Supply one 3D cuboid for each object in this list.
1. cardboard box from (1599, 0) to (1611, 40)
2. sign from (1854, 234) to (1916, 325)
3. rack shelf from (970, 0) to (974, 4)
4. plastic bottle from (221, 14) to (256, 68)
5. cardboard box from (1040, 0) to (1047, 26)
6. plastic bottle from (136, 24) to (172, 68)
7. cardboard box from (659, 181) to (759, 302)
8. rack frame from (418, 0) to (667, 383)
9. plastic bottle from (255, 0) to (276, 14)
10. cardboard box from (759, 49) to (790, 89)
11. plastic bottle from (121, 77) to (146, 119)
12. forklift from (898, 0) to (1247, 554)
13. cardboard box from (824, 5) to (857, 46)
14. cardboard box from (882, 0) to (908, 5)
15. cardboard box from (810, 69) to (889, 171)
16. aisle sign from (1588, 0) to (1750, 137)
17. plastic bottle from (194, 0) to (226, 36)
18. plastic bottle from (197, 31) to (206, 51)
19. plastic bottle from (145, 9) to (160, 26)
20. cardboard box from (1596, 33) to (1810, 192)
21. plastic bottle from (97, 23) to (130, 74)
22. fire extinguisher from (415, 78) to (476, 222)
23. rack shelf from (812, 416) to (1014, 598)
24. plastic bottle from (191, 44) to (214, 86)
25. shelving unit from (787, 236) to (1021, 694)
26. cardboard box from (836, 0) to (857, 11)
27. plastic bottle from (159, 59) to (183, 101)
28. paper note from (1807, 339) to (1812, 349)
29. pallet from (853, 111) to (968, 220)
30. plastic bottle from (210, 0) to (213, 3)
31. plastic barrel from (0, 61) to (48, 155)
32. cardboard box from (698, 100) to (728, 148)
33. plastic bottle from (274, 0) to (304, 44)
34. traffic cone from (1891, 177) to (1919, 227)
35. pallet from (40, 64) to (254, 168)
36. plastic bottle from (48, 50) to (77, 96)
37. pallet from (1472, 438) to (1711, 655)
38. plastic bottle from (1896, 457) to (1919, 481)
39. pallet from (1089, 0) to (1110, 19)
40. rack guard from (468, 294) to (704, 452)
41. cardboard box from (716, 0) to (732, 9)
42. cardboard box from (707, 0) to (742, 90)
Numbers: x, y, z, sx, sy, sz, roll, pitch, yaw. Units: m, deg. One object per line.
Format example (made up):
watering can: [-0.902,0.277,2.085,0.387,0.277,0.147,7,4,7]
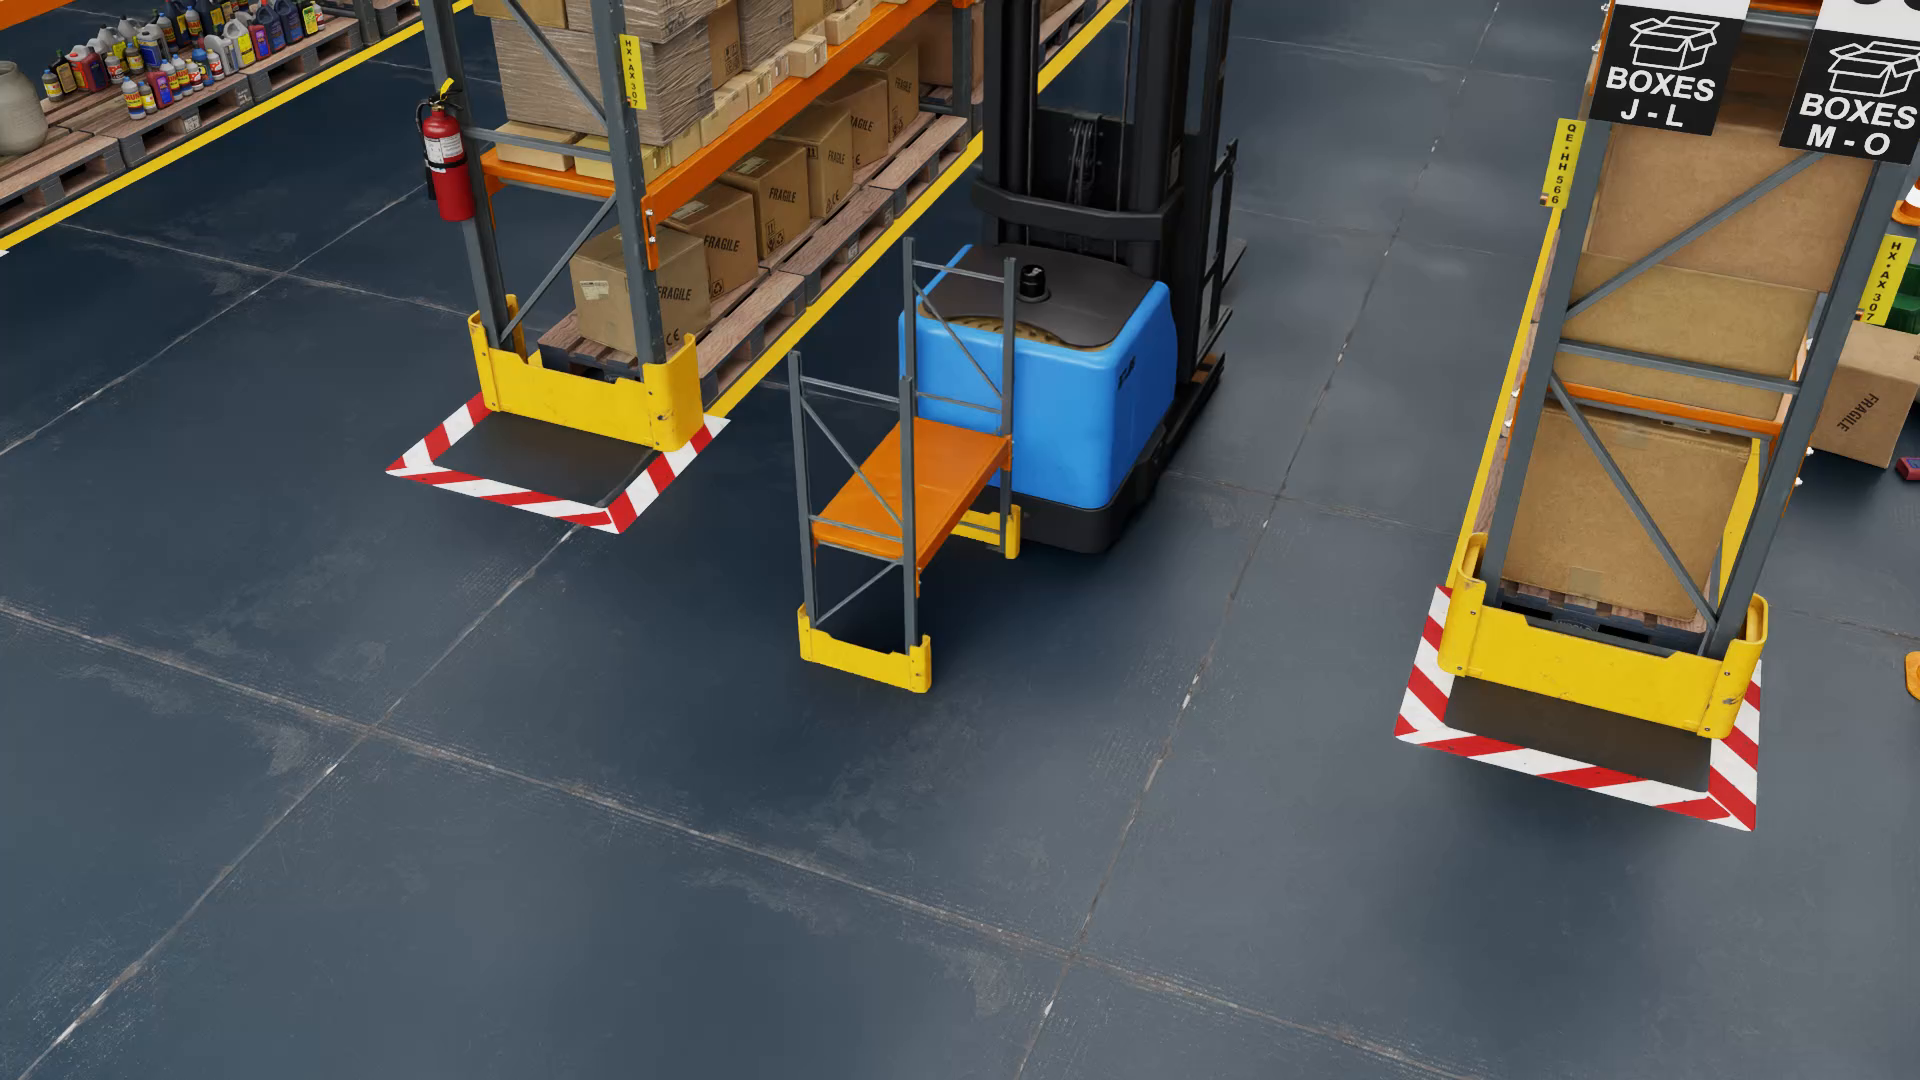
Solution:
cardboard box: [4.664,-3.010,10.800,1.050,0.750,0.750,14,39,18]
sign: [3.129,-0.879,5.632,0.100,0.325,0.005,14,39,18]
rack shelf: [0.353,-4.850,12.334,1.077,0.370,4.000,14,39,18]
plastic bottle: [-5.163,-3.567,11.862,0.144,0.351,0.185,14,39,17]
cardboard box: [0.257,-4.111,12.465,0.700,0.500,0.500,11,38,14]
plastic bottle: [-5.766,-3.533,11.878,0.152,0.276,0.135,14,39,18]
cardboard box: [-1.481,-1.664,9.208,0.500,0.500,0.500,25,43,29]
rack frame: [-1.930,-1.816,7.675,1.000,3.000,0.127,14,39,18]
plastic bottle: [-5.100,-3.885,12.288,0.144,0.351,0.185,14,39,18]
cardboard box: [-1.132,-2.513,8.816,0.380,0.149,0.250,14,39,18]
plastic bottle: [-5.532,-2.961,11.117,0.097,0.271,0.097,0,37,0]
forklift: [0.762,-1.991,7.965,1.130,2.935,3.031,15,39,19]
cardboard box: [-0.802,-2.917,9.357,0.380,0.149,0.250,14,39,18]
cardboard box: [-0.465,-3.320,9.896,0.380,0.149,0.250,14,39,18]
cardboard box: [-0.808,-2.667,10.550,0.500,0.500,0.500,27,45,32]
aisle sign: [2.314,-1.701,5.349,0.394,0.787,0.004,14,39,18]
plastic bottle: [-5.546,-3.889,12.293,0.144,0.351,0.185,14,39,18]
plastic bottle: [-5.327,-3.475,11.795,0.061,0.283,0.133,14,39,18]
plastic bottle: [-5.852,-3.709,12.108,0.061,0.283,0.133,16,40,20]
cardboard box: [2.919,-1.645,6.419,0.875,0.550,0.550,14,39,18]
plastic bottle: [-5.984,-3.479,11.745,0.144,0.351,0.185,15,39,20]
fire extinguisher: [-2.400,-1.827,7.753,0.296,0.674,0.183,14,39,18]
rack shelf: [-0.205,-0.176,7.033,0.538,0.185,1.000,15,39,19]
plastic bottle: [-5.287,-3.318,11.595,0.097,0.271,0.097,0,37,0]
shelving unit: [-0.201,-0.325,6.932,0.587,1.500,1.083,15,39,19]
cardboard box: [-0.956,-3.387,9.443,0.875,0.500,0.500,14,39,18]
plastic bottle: [-5.402,-3.151,11.371,0.097,0.271,0.097,0,37,0]
paper note: [4.722,-1.078,9.166,0.147,0.020,0.142,-11,38,-14]
pallet: [-0.631,-2.534,10.964,1.003,0.211,1.213,14,39,18]
plastic bottle: [-5.613,-3.983,12.481,0.152,0.276,0.135,15,39,19]
plastic barrel: [-6.140,-2.776,10.685,0.421,0.512,0.421,0,37,0]
cardboard box: [-1.379,-2.088,8.248,0.380,0.149,0.250,14,39,18]
plastic bottle: [-4.967,-3.852,12.244,0.144,0.351,0.185,13,39,17]
traffic cone: [6.047,-2.228,10.344,0.336,0.463,0.334,14,39,18]
pallet: [-5.745,-3.002,11.590,1.003,0.211,1.213,14,39,18]
plastic bottle: [-6.189,-3.218,11.452,0.061,0.283,0.133,15,39,19]
pallet: [2.850,0.026,7.539,1.003,0.211,1.213,14,39,18]
plastic bottle: [4.771,-0.347,8.163,0.283,0.061,0.133,1,37,2]
pallet: [0.815,-4.696,13.857,1.003,0.211,1.213,14,39,18]
rack guard: [-1.901,-0.857,8.479,1.175,0.500,0.348,14,39,18]
cardboard box: [-1.272,-2.894,7.949,0.500,0.500,0.500,14,39,18]
cardboard box: [-1.616,-2.578,8.362,0.875,0.500,0.500,14,39,18]
